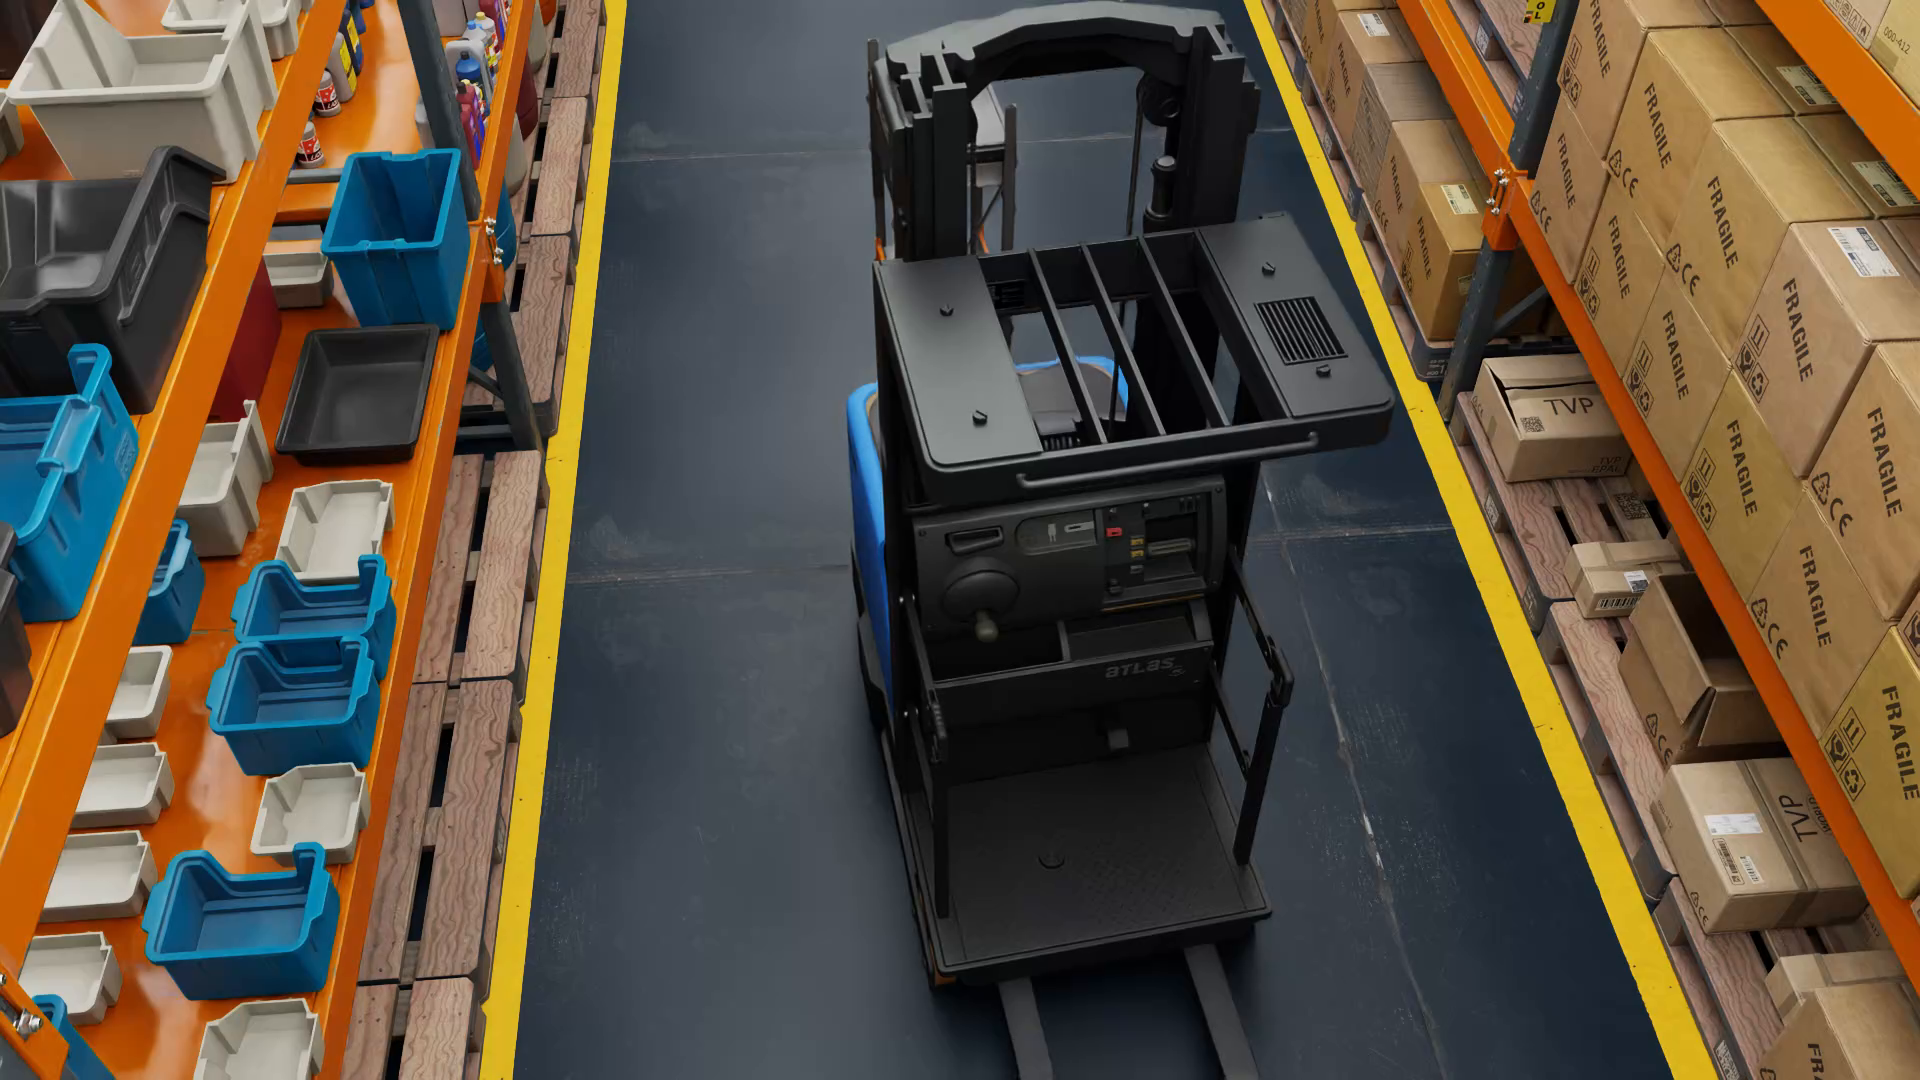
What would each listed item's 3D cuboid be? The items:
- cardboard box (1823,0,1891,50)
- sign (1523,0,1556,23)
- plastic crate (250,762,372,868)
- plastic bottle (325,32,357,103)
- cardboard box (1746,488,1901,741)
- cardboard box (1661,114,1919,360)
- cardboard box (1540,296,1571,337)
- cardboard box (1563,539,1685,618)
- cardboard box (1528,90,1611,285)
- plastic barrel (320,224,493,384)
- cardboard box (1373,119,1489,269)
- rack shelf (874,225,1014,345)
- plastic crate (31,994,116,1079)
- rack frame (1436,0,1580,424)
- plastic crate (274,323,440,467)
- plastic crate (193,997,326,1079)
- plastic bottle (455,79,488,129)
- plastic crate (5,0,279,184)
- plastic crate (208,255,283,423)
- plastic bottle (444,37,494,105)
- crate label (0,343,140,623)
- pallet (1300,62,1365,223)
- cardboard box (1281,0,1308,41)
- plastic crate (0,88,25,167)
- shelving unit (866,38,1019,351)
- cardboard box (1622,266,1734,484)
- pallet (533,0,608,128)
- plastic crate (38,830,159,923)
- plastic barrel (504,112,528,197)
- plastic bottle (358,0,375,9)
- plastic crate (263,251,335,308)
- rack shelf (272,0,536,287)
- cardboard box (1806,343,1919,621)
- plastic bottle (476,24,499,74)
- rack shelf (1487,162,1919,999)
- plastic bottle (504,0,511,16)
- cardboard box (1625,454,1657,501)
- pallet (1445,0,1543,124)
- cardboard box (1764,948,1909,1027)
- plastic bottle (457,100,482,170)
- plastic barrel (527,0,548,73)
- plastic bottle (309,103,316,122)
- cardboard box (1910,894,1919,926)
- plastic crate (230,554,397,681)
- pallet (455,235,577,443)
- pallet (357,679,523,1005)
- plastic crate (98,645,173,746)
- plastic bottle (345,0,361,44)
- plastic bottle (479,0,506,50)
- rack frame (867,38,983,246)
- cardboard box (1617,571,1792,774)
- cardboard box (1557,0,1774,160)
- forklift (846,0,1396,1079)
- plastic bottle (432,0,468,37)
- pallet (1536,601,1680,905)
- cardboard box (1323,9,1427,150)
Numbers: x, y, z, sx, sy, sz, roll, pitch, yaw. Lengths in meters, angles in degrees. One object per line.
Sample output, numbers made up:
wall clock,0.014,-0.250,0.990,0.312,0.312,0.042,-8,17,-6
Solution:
cardboard box,2.512,-1.513,4.291,0.500,0.250,0.500,-3,47,-3
sign,2.087,-1.986,5.904,0.100,0.325,0.005,-3,47,-3
plastic crate,-1.655,0.712,4.287,0.250,0.136,0.298,-3,47,-3
plastic bottle,-2.556,-1.963,6.713,0.144,0.351,0.185,-3,47,-3
cardboard box,2.583,0.192,4.570,0.500,0.500,0.500,-3,47,-3
cardboard box,2.485,-0.899,4.915,0.500,0.500,0.500,-5,47,-4
cardboard box,2.842,-1.281,7.452,0.500,0.500,0.500,-5,47,-5
cardboard box,2.542,0.141,6.335,0.380,0.166,0.250,-3,47,-3
cardboard box,2.411,-1.273,5.957,0.500,0.500,0.500,-2,47,-2
plastic barrel,-2.325,-1.143,7.059,0.600,0.901,0.708,-3,47,-3
cardboard box,2.280,-1.614,7.767,0.500,0.500,0.500,-3,47,-3
rack shelf,-0.066,-0.802,6.218,0.431,0.518,0.480,-8,47,-8
plastic crate,-2.176,1.305,3.519,0.616,0.435,0.499,-3,47,-3
rack frame,2.640,-1.624,6.359,1.000,3.000,0.127,-3,47,-3
plastic crate,-1.935,-0.458,5.403,0.437,0.125,0.590,-3,47,-3
plastic crate,-1.598,1.203,3.822,0.250,0.136,0.298,-3,47,-3
plastic bottle,-1.941,-1.728,6.593,0.097,0.201,0.097,0,47,0
plastic crate,-1.839,-1.045,3.826,0.437,0.282,0.530,-3,47,-3
plastic crate,-2.471,-0.707,5.405,0.402,0.464,0.583,-3,47,-3
plastic bottle,-1.986,-1.906,6.711,0.152,0.276,0.135,-3,47,-3
crate label,-1.717,-0.099,2.951,0.408,0.251,0.502,-3,47,-3
pallet,2.429,-2.136,8.764,1.003,0.211,1.213,-3,47,-3
cardboard box,2.108,-3.085,9.161,0.500,0.500,0.500,-5,47,-5
plastic crate,-2.382,-0.852,3.743,0.437,0.136,0.530,-3,47,-3
shelving unit,-0.066,-0.811,6.208,0.431,2.100,0.503,-8,47,-8
cardboard box,2.497,-0.541,5.264,0.500,0.500,0.500,-4,47,-4
pallet,-2.524,-2.693,9.292,1.003,0.211,1.213,-3,47,-3
plastic crate,-2.220,0.849,4.157,0.396,0.136,0.243,-3,47,-3
plastic barrel,-2.342,-1.936,8.078,0.421,0.512,0.421,0,47,0
plastic bottle,-2.632,-2.462,7.241,0.097,0.271,0.097,0,47,0
plastic crate,-2.400,-0.910,5.823,0.396,0.136,0.243,-3,47,-3
rack shelf,-2.464,-2.525,7.708,1.077,0.370,4.000,-3,47,-3
cardboard box,2.572,-0.154,4.209,0.500,0.500,0.500,-2,47,-2
plastic bottle,-1.977,-2.036,6.886,0.097,0.201,0.097,0,47,0
rack shelf,2.807,0.070,5.249,1.077,0.370,4.000,-3,47,-3
plastic bottle,-2.015,-2.371,7.203,0.097,0.201,0.097,0,47,0
cardboard box,2.970,-0.521,6.732,0.500,0.500,0.500,-3,47,-3
pallet,2.682,-2.143,6.982,1.003,0.211,1.213,-3,47,-3
cardboard box,2.740,1.416,5.128,0.380,0.166,0.250,-3,47,-3
plastic bottle,-1.902,-1.577,6.394,0.061,0.283,0.133,-3,47,-3
plastic barrel,-2.437,-2.753,8.852,0.421,0.512,0.421,0,47,0
plastic bottle,-2.682,-1.813,6.623,0.152,0.276,0.135,-3,47,-3
cardboard box,2.666,0.928,3.873,0.500,0.500,0.500,-2,47,-2
plastic crate,-1.789,0.237,4.670,0.416,0.233,0.300,-3,47,-3
pallet,-2.319,-0.928,7.620,1.003,0.211,1.213,-3,47,-3
pallet,-2.091,1.048,5.749,1.003,0.211,1.213,-3,47,-3
plastic crate,-2.311,0.436,4.548,0.298,0.136,0.250,-3,47,-3
plastic bottle,-2.601,-2.197,6.990,0.097,0.271,0.097,0,47,0
plastic bottle,-1.976,-2.219,7.003,0.061,0.283,0.133,-3,47,-3
rack frame,-0.114,-0.985,6.373,0.400,2.100,0.015,-8,47,-8
cardboard box,2.802,0.442,5.818,0.797,0.503,0.637,-3,47,-3
cardboard box,2.399,-1.644,5.620,0.500,0.500,0.500,-2,47,-2
forklift,0.374,0.157,4.719,1.130,2.935,3.031,-8,47,-8
plastic bottle,-2.184,-2.302,7.086,0.152,0.276,0.135,-3,47,-3
pallet,2.802,0.717,6.063,1.003,0.211,1.213,-3,47,-3
cardboard box,2.194,-2.344,8.459,0.500,0.500,0.500,-5,47,-5
